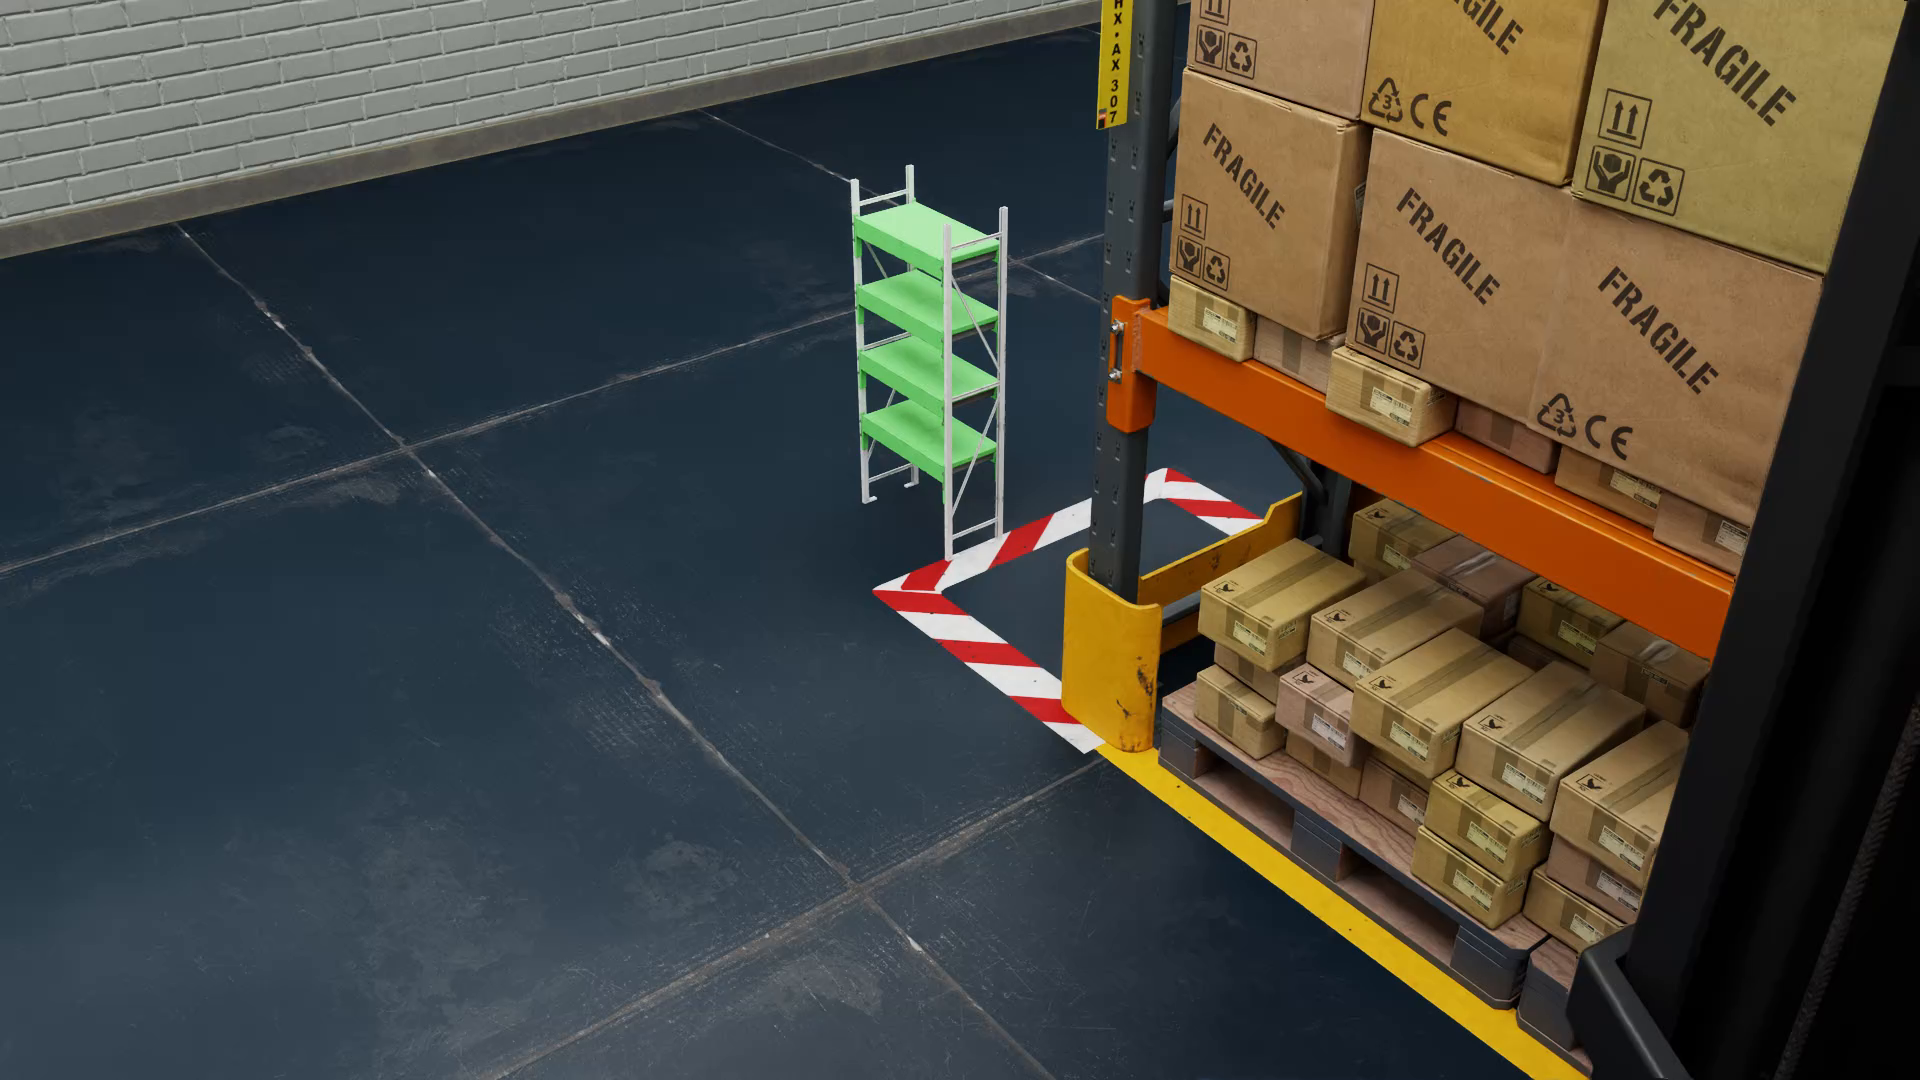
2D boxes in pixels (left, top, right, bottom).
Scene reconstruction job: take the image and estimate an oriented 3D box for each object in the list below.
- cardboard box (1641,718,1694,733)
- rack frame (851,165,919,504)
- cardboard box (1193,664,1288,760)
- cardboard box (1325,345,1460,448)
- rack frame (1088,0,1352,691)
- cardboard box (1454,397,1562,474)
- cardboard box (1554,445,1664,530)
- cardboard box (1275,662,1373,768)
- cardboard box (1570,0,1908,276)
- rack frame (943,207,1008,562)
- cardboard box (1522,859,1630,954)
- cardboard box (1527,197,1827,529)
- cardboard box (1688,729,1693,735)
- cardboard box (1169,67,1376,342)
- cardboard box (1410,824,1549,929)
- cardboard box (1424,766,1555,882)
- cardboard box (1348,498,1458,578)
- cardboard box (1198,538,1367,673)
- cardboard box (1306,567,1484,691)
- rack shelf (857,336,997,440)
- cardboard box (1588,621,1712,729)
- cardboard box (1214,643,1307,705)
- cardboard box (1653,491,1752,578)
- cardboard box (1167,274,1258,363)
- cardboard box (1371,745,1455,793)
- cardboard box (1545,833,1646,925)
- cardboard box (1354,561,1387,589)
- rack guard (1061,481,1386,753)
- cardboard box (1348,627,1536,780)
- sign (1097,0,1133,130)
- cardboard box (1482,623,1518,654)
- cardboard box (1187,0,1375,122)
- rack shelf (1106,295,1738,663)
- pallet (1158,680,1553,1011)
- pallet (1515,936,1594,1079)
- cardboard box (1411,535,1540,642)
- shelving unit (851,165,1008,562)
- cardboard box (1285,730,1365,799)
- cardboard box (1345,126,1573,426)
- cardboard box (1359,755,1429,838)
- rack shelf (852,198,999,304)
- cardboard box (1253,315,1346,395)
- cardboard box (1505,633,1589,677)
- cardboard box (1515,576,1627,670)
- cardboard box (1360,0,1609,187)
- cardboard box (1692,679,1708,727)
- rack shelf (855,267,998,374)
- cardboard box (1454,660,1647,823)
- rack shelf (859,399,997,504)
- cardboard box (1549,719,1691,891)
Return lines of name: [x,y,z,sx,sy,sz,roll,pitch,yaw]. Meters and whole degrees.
cardboard box: [1.748,0.454,4.199,0.380,0.149,0.250,-23,38,-32]
rack frame: [-0.251,-0.680,5.708,0.240,1.200,0.015,-22,38,-31]
cardboard box: [0.864,0.413,4.546,0.380,0.149,0.250,-21,38,-30]
cardboard box: [1.047,-0.372,3.744,0.380,0.149,0.250,-23,39,-33]
rack frame: [0.796,-0.942,4.423,1.000,3.000,0.127,-22,38,-31]
cardboard box: [1.314,-0.308,3.641,0.380,0.149,0.250,-20,37,-29]
cardboard box: [1.461,-0.187,3.446,0.380,0.149,0.250,-23,38,-32]
cardboard box: [1.037,0.398,4.288,0.380,0.149,0.250,-22,38,-32]
cardboard box: [1.477,-0.830,2.919,0.500,0.500,0.500,-23,39,-32]
rack frame: [0.048,-0.477,5.381,0.240,1.200,0.015,-22,38,-31]
cardboard box: [1.549,0.814,3.900,0.380,0.149,0.250,-22,38,-31]
cardboard box: [1.491,-0.411,3.192,0.500,0.500,0.500,-22,38,-31]
cardboard box: [1.992,0.520,4.092,0.380,0.149,0.250,-22,38,-31]
cardboard box: [0.853,-0.834,3.873,0.500,0.500,0.500,-20,37,-29]
cardboard box: [1.317,0.739,4.022,0.380,0.149,0.250,-22,38,-31]
cardboard box: [1.329,0.614,3.941,0.380,0.149,0.250,-21,38,-30]
cardboard box: [1.320,-0.023,4.684,0.380,0.149,0.250,-22,38,-31]
cardboard box: [0.848,0.166,4.379,0.380,0.149,0.250,-24,39,-33]
cardboard box: [1.113,0.242,4.257,0.380,0.149,0.250,-22,38,-31]
rack shelf: [-0.102,-0.524,5.578,0.258,0.148,0.480,-22,38,-31]
cardboard box: [1.797,0.295,4.171,0.380,0.149,0.250,-24,39,-33]
cardboard box: [0.914,0.266,4.501,0.380,0.149,0.250,-21,37,-29]
cardboard box: [1.590,-0.075,3.266,0.380,0.149,0.250,-23,39,-32]
cardboard box: [0.735,-0.594,4.101,0.380,0.149,0.250,-23,38,-32]
cardboard box: [1.257,0.472,4.169,0.380,0.149,0.250,-22,38,-31]
cardboard box: [1.567,0.694,3.812,0.380,0.149,0.250,-24,39,-34]
cardboard box: [1.345,0.092,4.781,0.380,0.149,0.250,-23,39,-33]
rack guard: [0.842,0.152,5.032,1.175,0.500,0.348,-22,38,-31]
cardboard box: [1.166,0.389,4.021,0.380,0.149,0.250,-22,38,-32]
sign: [0.367,-1.134,3.912,0.100,0.325,0.005,-22,38,-31]
cardboard box: [1.462,0.219,4.577,0.380,0.149,0.250,-23,39,-32]
cardboard box: [0.861,-1.262,3.615,0.500,0.500,0.500,-23,38,-32]
rack shelf: [2.022,0.197,3.271,1.077,0.370,4.000,-22,38,-31]
pallet: [1.312,0.625,4.544,1.003,0.211,1.213,-22,38,-31]
pallet: [2.056,1.133,3.726,1.003,0.211,1.213,-22,38,-31]
cardboard box: [1.429,0.100,4.486,0.380,0.149,0.250,-21,38,-30]
shelving unit: [-0.102,-0.579,5.545,0.258,1.200,0.503,-22,38,-31]
cardboard box: [1.089,0.495,4.413,0.380,0.149,0.250,-22,38,-32]
cardboard box: [1.201,-0.619,3.527,0.500,0.500,0.500,-22,38,-31]
cardboard box: [1.247,0.597,4.250,0.380,0.149,0.250,-22,38,-31]
rack shelf: [-0.102,-0.932,5.325,0.258,0.148,0.480,-22,38,-31]
cardboard box: [0.924,-0.501,3.952,0.380,0.149,0.250,-21,37,-30]
cardboard box: [1.665,0.308,4.433,0.380,0.149,0.250,-24,39,-33]
cardboard box: [1.688,0.167,4.378,0.380,0.149,0.250,-23,39,-32]
cardboard box: [1.176,-1.054,3.280,0.500,0.500,0.500,-21,38,-30]
cardboard box: [2.006,0.389,4.020,0.380,0.149,0.250,-21,37,-30]
rack shelf: [-0.102,-0.728,5.452,0.258,0.148,0.480,-22,38,-31]
cardboard box: [1.383,0.466,3.898,0.380,0.149,0.250,-24,39,-34]
rack shelf: [-0.102,-0.321,5.705,0.258,0.148,0.480,-22,38,-31]
cardboard box: [1.546,0.584,3.707,0.380,0.149,0.250,-21,37,-30]
